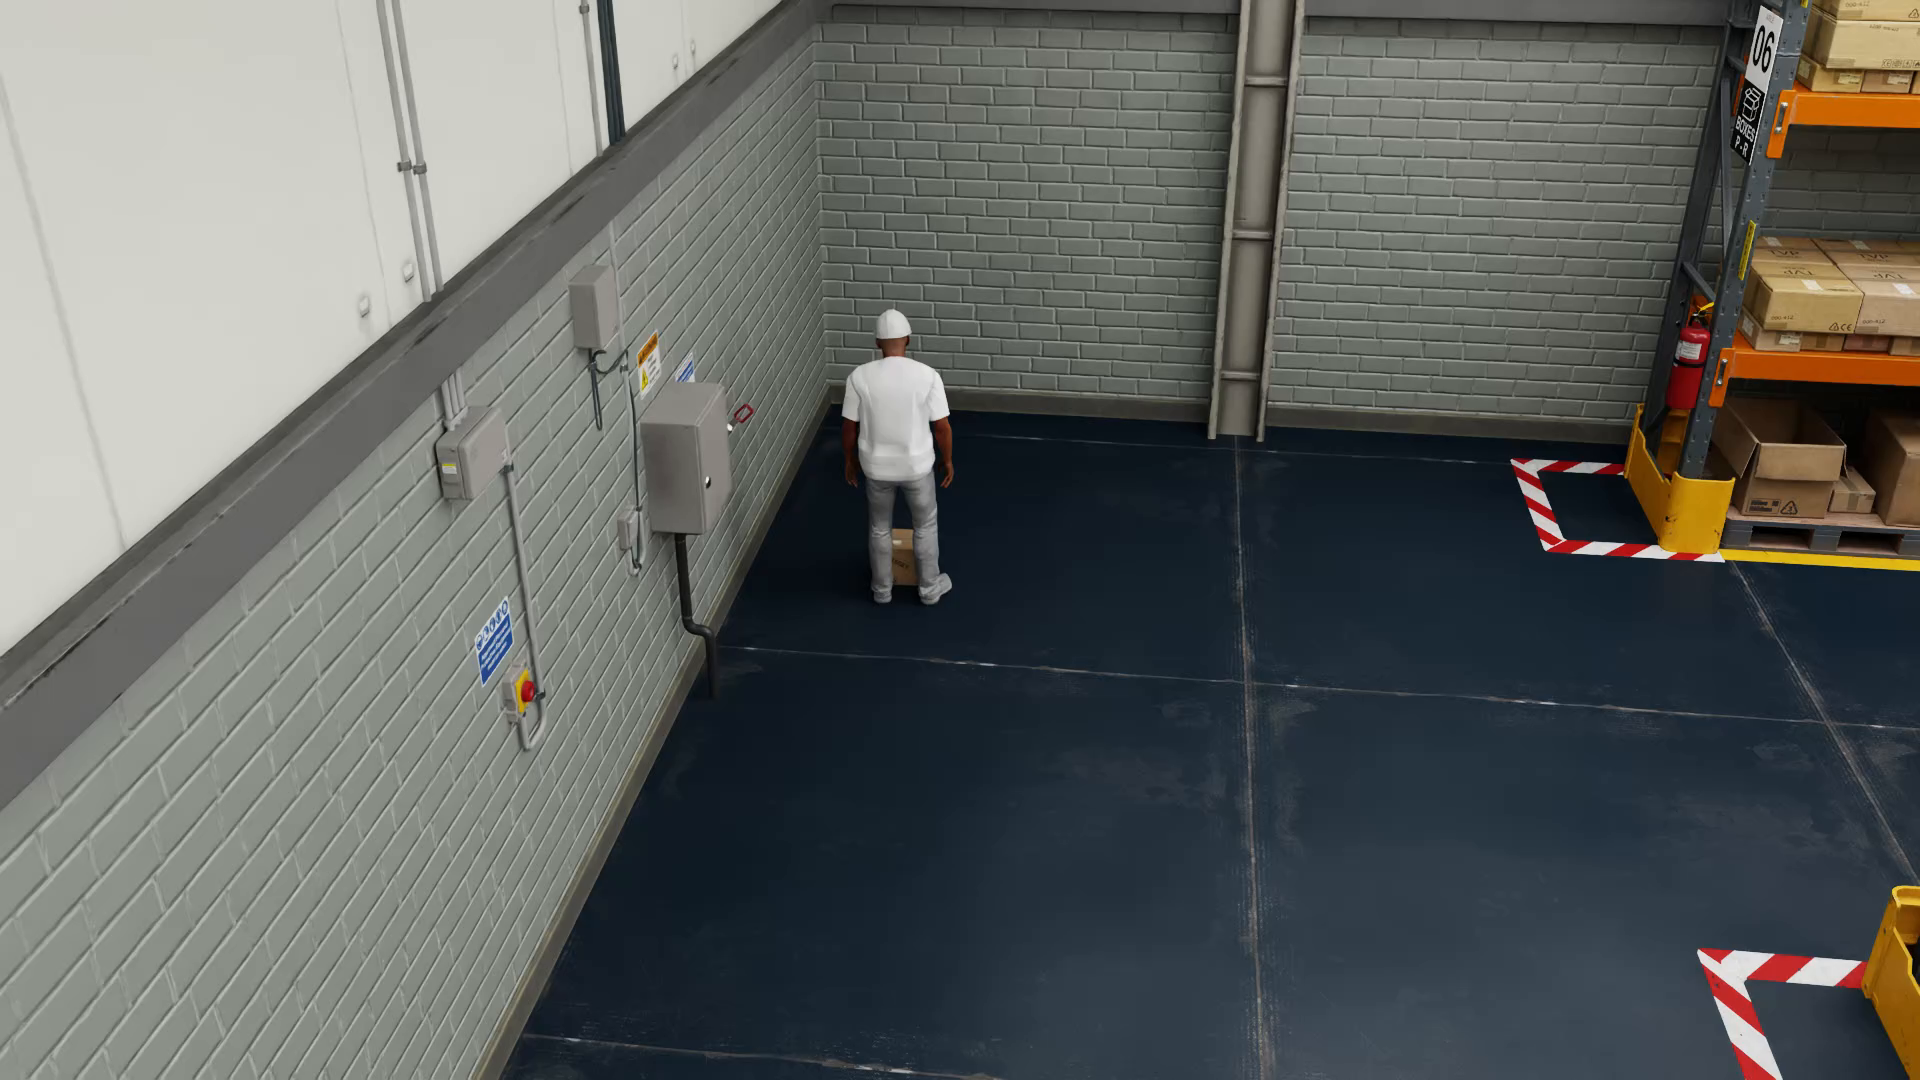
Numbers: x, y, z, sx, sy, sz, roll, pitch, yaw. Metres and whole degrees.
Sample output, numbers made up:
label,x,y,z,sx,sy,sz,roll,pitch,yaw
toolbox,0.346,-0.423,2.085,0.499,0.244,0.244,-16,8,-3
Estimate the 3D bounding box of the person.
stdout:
label,x,y,z,sx,sy,sz,roll,pitch,yaw
person,-0.350,-0.451,9.446,0.629,1.759,0.461,2,28,3
